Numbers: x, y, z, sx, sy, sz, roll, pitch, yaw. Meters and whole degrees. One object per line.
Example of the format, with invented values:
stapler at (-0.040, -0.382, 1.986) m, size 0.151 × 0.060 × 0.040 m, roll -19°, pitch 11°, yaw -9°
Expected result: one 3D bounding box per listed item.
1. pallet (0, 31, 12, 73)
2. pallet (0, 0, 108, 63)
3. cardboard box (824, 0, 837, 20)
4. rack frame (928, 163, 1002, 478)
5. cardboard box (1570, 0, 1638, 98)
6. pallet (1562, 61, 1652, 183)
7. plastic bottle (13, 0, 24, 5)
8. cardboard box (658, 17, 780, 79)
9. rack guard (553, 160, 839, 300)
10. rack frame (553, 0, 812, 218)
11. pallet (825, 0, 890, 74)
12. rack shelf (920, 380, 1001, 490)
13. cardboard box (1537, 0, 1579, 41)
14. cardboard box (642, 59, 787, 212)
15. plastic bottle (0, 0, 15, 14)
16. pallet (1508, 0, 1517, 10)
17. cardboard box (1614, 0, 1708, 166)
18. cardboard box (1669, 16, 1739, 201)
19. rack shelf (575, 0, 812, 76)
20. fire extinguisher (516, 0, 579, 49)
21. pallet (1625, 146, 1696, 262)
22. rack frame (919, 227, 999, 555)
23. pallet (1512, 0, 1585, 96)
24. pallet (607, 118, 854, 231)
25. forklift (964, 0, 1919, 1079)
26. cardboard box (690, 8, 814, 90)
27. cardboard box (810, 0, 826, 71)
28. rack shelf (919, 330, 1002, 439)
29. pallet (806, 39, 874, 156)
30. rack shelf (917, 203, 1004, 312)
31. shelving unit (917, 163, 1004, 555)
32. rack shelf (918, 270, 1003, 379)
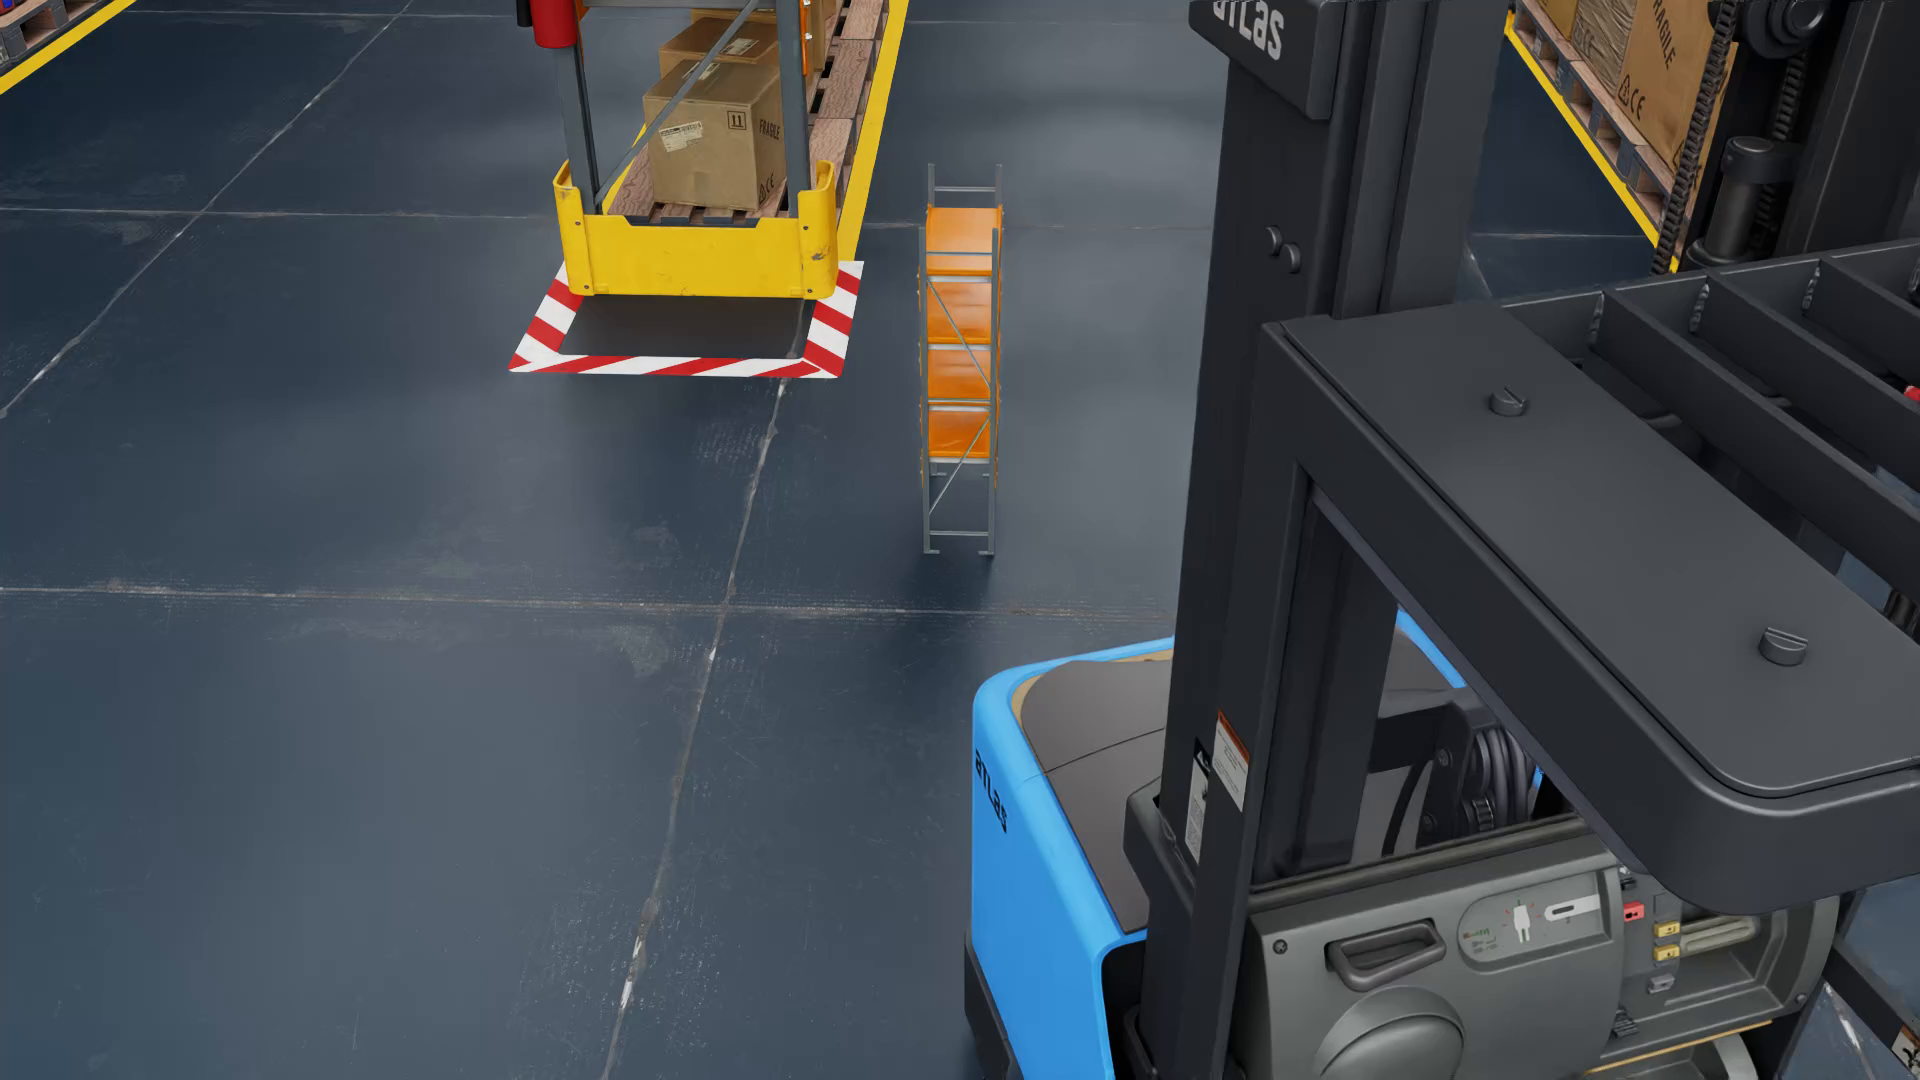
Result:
pallet at (-6.040, -2.526, 9.161) m, size 1.003 × 0.211 × 1.213 m, roll 1°, pitch 35°, yaw 2°
pallet at (-5.994, -3.229, 10.161) m, size 1.003 × 0.211 × 1.213 m, roll 1°, pitch 35°, yaw 2°
cardboard box at (-1.047, -3.231, 9.547) m, size 0.500 × 0.500 × 0.500 m, roll 12°, pitch 37°, yaw 17°
rack frame at (0.016, -0.726, 5.740) m, size 0.240 × 1.200 × 0.015 m, roll 1°, pitch 35°, yaw 2°
cardboard box at (3.848, -2.892, 8.739) m, size 0.875 × 0.875 × 0.875 m, roll 2°, pitch 35°, yaw 2°
pallet at (3.821, -2.189, 8.681) m, size 1.003 × 0.211 × 1.213 m, roll 1°, pitch 35°, yaw 2°
plastic bottle at (-5.671, -3.364, 9.849) m, size 0.144 × 0.351 × 0.185 m, roll 0°, pitch 35°, yaw 0°
cardboard box at (-1.105, -2.194, 8.071) m, size 0.500 × 0.500 × 0.500 m, roll 10°, pitch 36°, yaw 14°
rack guard at (-1.134, -1.363, 7.255) m, size 1.175 × 0.500 × 0.348 m, roll 1°, pitch 35°, yaw 2°
rack frame at (-1.137, -2.342, 6.474) m, size 1.000 × 3.000 × 0.127 m, roll 1°, pitch 35°, yaw 2°
pallet at (-0.968, -3.113, 9.995) m, size 1.003 × 0.211 × 1.213 m, roll 1°, pitch 35°, yaw 2°
rack shelf at (0.007, -0.369, 5.693) m, size 0.258 × 0.148 × 0.480 m, roll 1°, pitch 35°, yaw 2°
cardboard box at (3.881, -3.410, 9.476) m, size 0.875 × 0.875 × 0.875 m, roll 2°, pitch 35°, yaw 3°
cardboard box at (-1.095, -1.849, 7.582) m, size 0.500 × 0.500 × 0.500 m, roll 8°, pitch 36°, yaw 11°
plastic bottle at (-5.635, -3.242, 9.734) m, size 0.061 × 0.283 × 0.133 m, roll 4°, pitch 35°, yaw 5°
pallet at (3.932, -3.772, 10.933) m, size 1.003 × 0.211 × 1.213 m, roll 1°, pitch 35°, yaw 2°
cardboard box at (3.810, -2.369, 7.994) m, size 0.875 × 0.875 × 0.875 m, roll 1°, pitch 35°, yaw 1°
cardboard box at (3.776, -1.863, 7.275) m, size 0.875 × 0.875 × 0.875 m, roll 2°, pitch 35°, yaw 2°
rack shelf at (-1.056, -3.197, 8.315) m, size 1.077 × 0.370 × 4.000 m, roll 1°, pitch 35°, yaw 2°
fire extinguisher at (-1.602, -2.255, 6.417) m, size 0.296 × 0.674 × 0.183 m, roll 1°, pitch 35°, yaw 2°
pallet at (3.769, -1.490, 7.686) m, size 1.003 × 0.211 × 1.213 m, roll 1°, pitch 35°, yaw 2°
rack frame at (-0.003, -0.446, 5.341) m, size 0.240 × 1.200 × 0.015 m, roll 1°, pitch 35°, yaw 2°
pallet at (3.867, -2.892, 9.681) m, size 1.003 × 0.211 × 1.213 m, roll 1°, pitch 35°, yaw 2°
pallet at (-1.066, -1.711, 8.001) m, size 1.003 × 0.211 × 1.213 m, roll 1°, pitch 35°, yaw 2°
forklift at (0.923, 0.691, 2.218) m, size 1.130 × 2.935 × 3.031 m, roll -10°, pitch 36°, yaw -14°
cardboard box at (-1.061, -2.553, 8.583) m, size 0.500 × 0.500 × 0.500 m, roll 4°, pitch 35°, yaw 6°
cardboard box at (-0.994, -2.873, 9.037) m, size 0.500 × 0.500 × 0.500 m, roll -2°, pitch 35°, yaw -2°
rack shelf at (0.007, -0.531, 5.579) m, size 0.258 × 0.148 × 0.480 m, roll 1°, pitch 35°, yaw 2°
pallet at (-1.014, -2.410, 8.995) m, size 1.003 × 0.211 × 1.213 m, roll 1°, pitch 35°, yaw 2°
rack shelf at (0.007, -0.908, 5.314) m, size 0.258 × 0.148 × 0.480 m, roll 1°, pitch 35°, yaw 2°
shelving unit at (0.007, -0.586, 5.540) m, size 0.258 × 1.200 × 0.503 m, roll 1°, pitch 35°, yaw 2°
rack shelf at (0.007, -0.714, 5.450) m, size 0.258 × 0.148 × 0.480 m, roll 1°, pitch 35°, yaw 2°
